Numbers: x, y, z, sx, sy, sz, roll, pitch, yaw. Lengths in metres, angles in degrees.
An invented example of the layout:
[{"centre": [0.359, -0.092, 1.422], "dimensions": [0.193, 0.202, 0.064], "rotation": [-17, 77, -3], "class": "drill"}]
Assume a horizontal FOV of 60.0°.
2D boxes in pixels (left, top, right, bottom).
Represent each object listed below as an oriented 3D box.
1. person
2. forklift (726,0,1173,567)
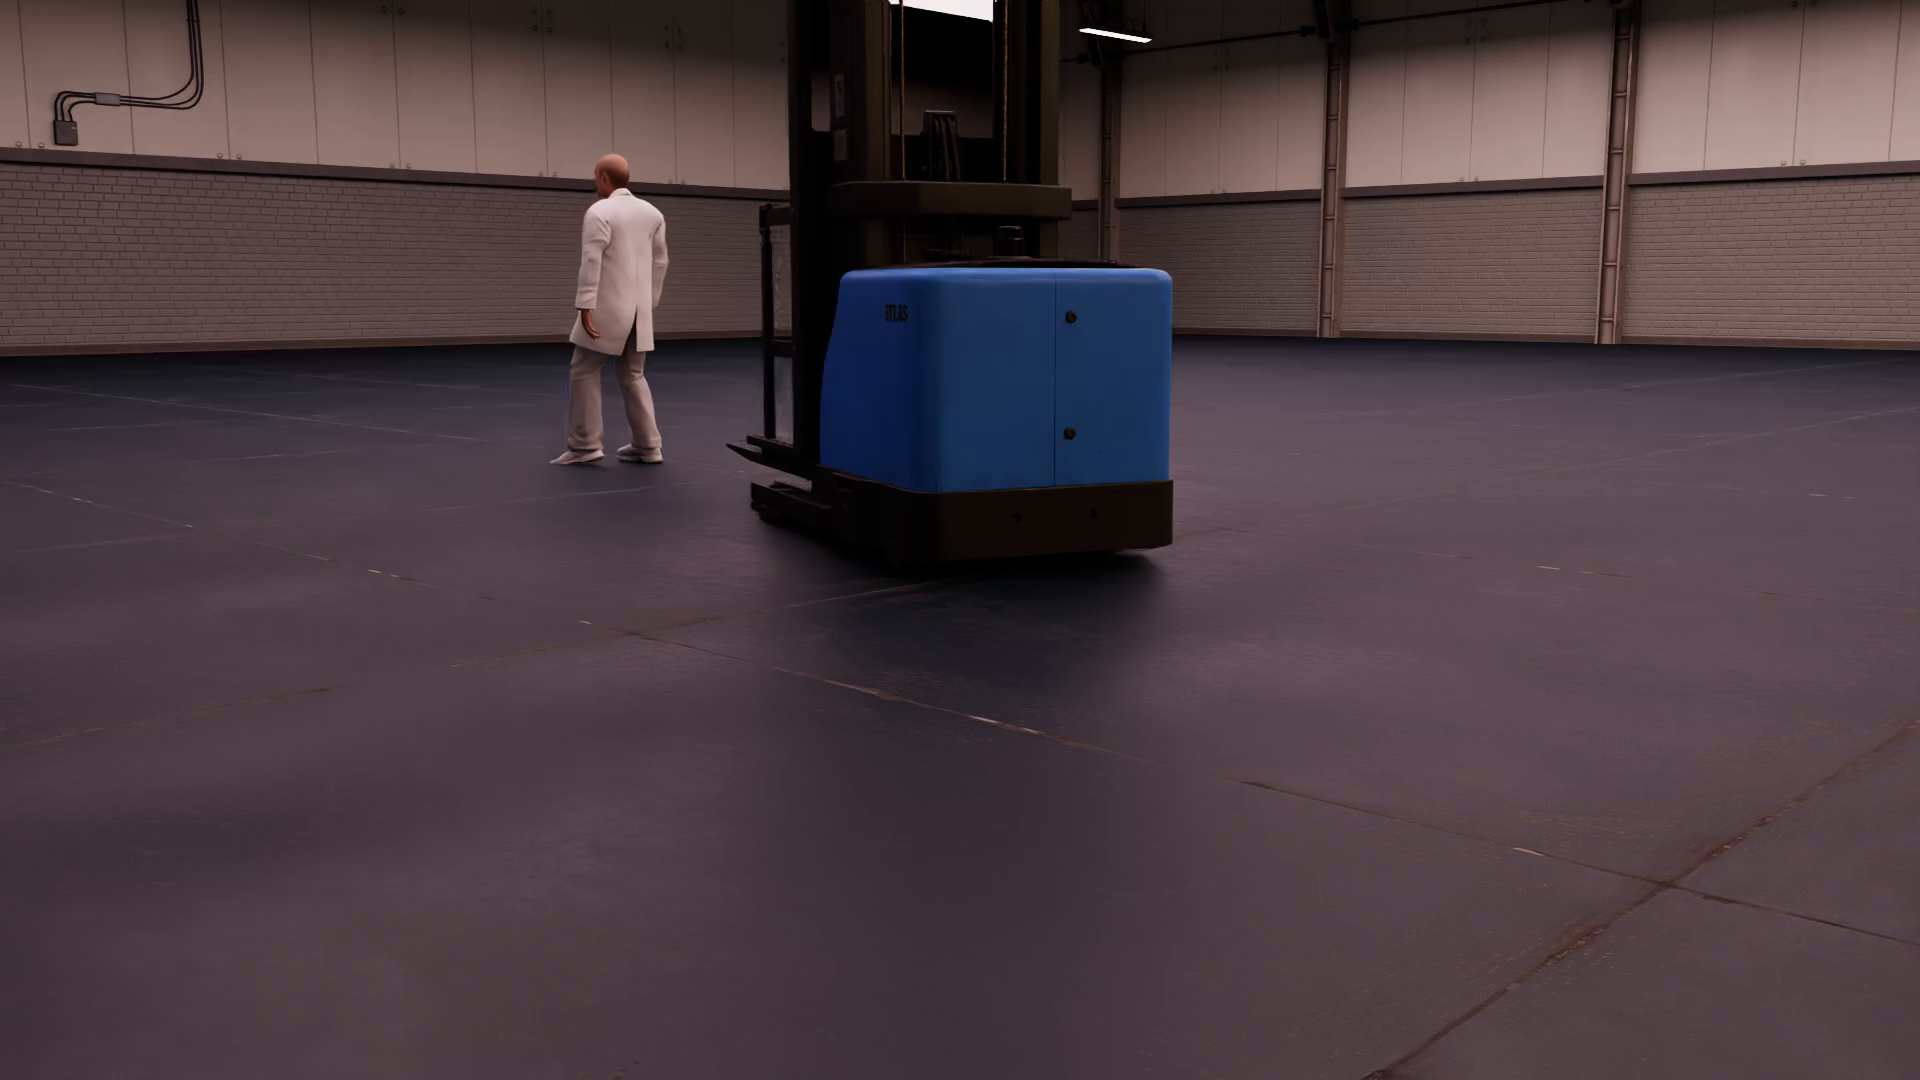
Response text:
[{"centre": [-2.038, -1.312, 9.669], "dimensions": [0.571, 1.817, 0.681], "rotation": [6, 11, 36], "class": "person"}, {"centre": [-0.273, -1.534, 7.062], "dimensions": [1.130, 2.935, 3.031], "rotation": [-4, 9, -23], "class": "forklift"}]
